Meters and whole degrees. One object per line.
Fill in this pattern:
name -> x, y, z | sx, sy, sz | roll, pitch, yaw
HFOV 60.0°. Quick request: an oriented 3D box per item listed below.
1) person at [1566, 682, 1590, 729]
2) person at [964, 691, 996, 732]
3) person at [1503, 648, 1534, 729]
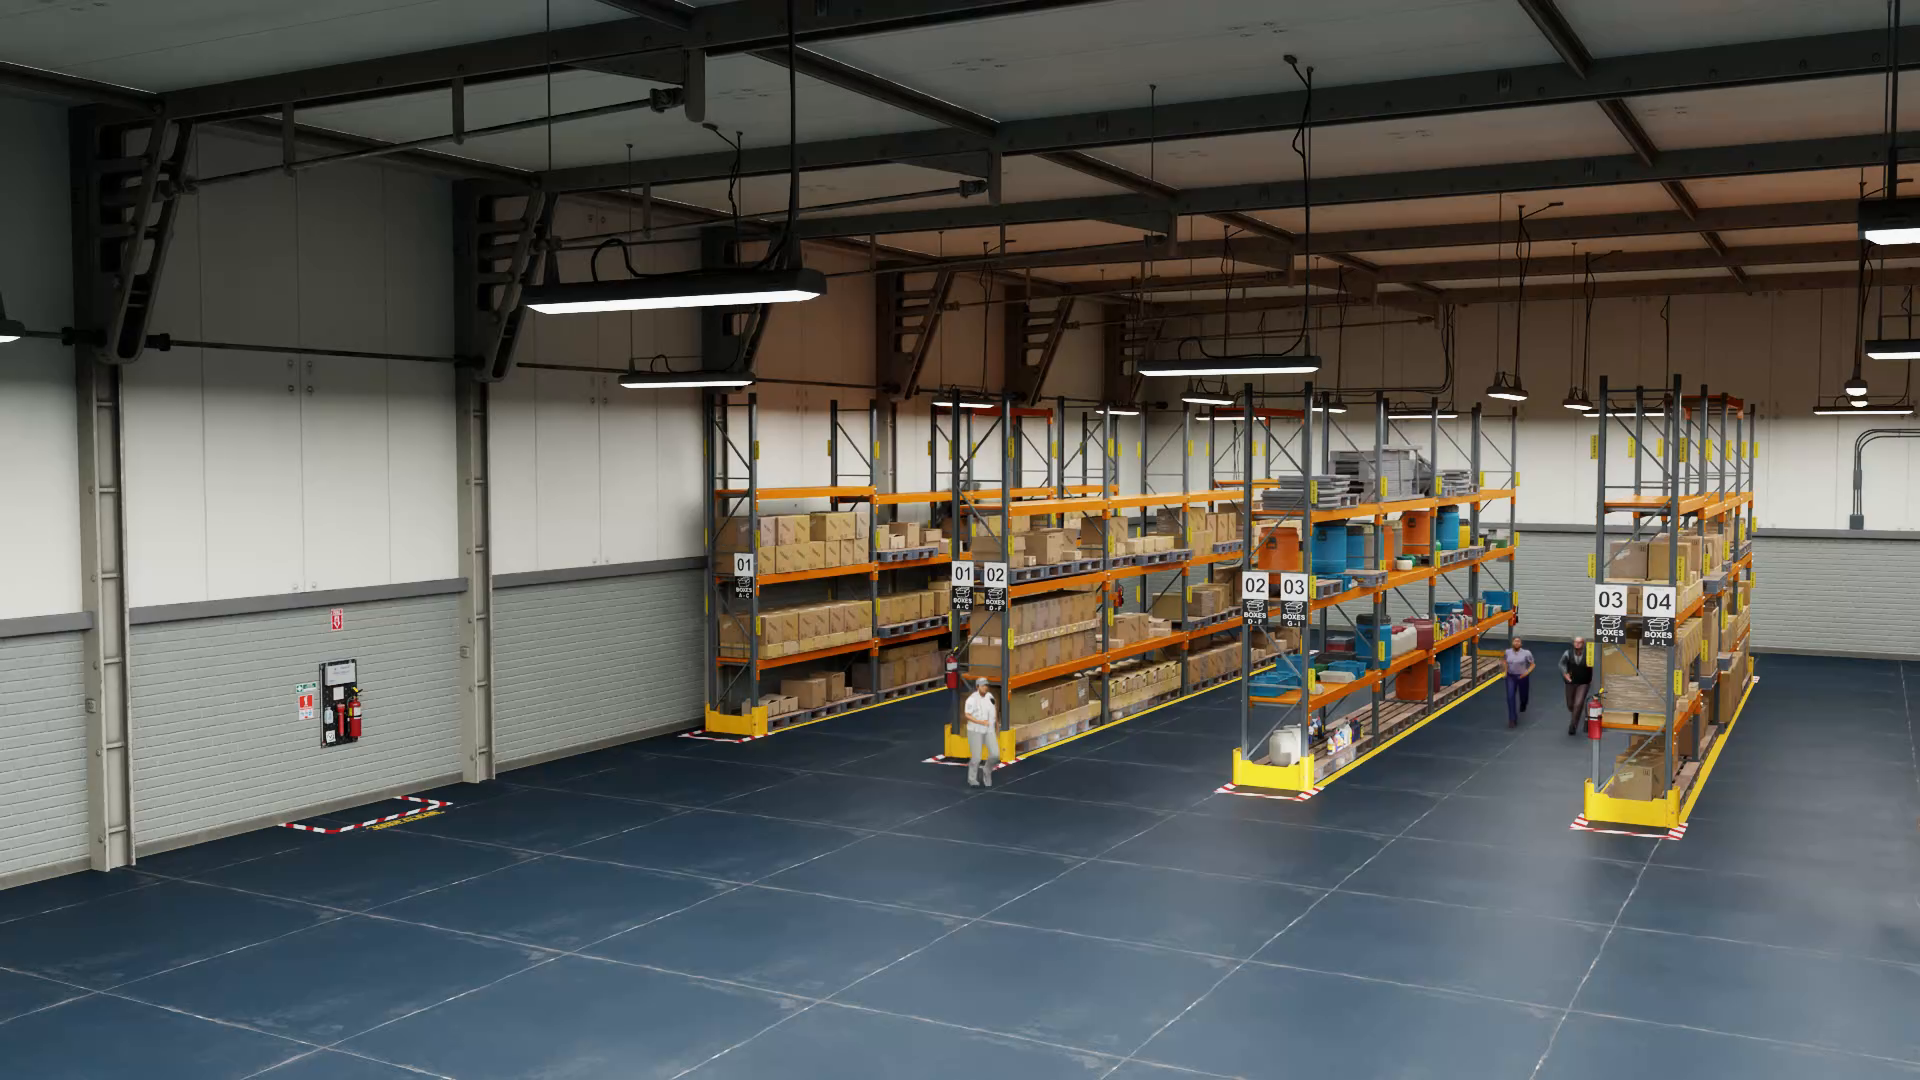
person -> 11.014, 2.889, 29.641 | 0.411, 0.911, 0.703 | 1, 3, 25
person -> 0.323, 2.520, 24.620 | 0.596, 0.582, 0.393 | -2, 4, -28
person -> 10.182, 2.671, 30.357 | 0.555, 1.458, 1.041 | 1, 3, 20
